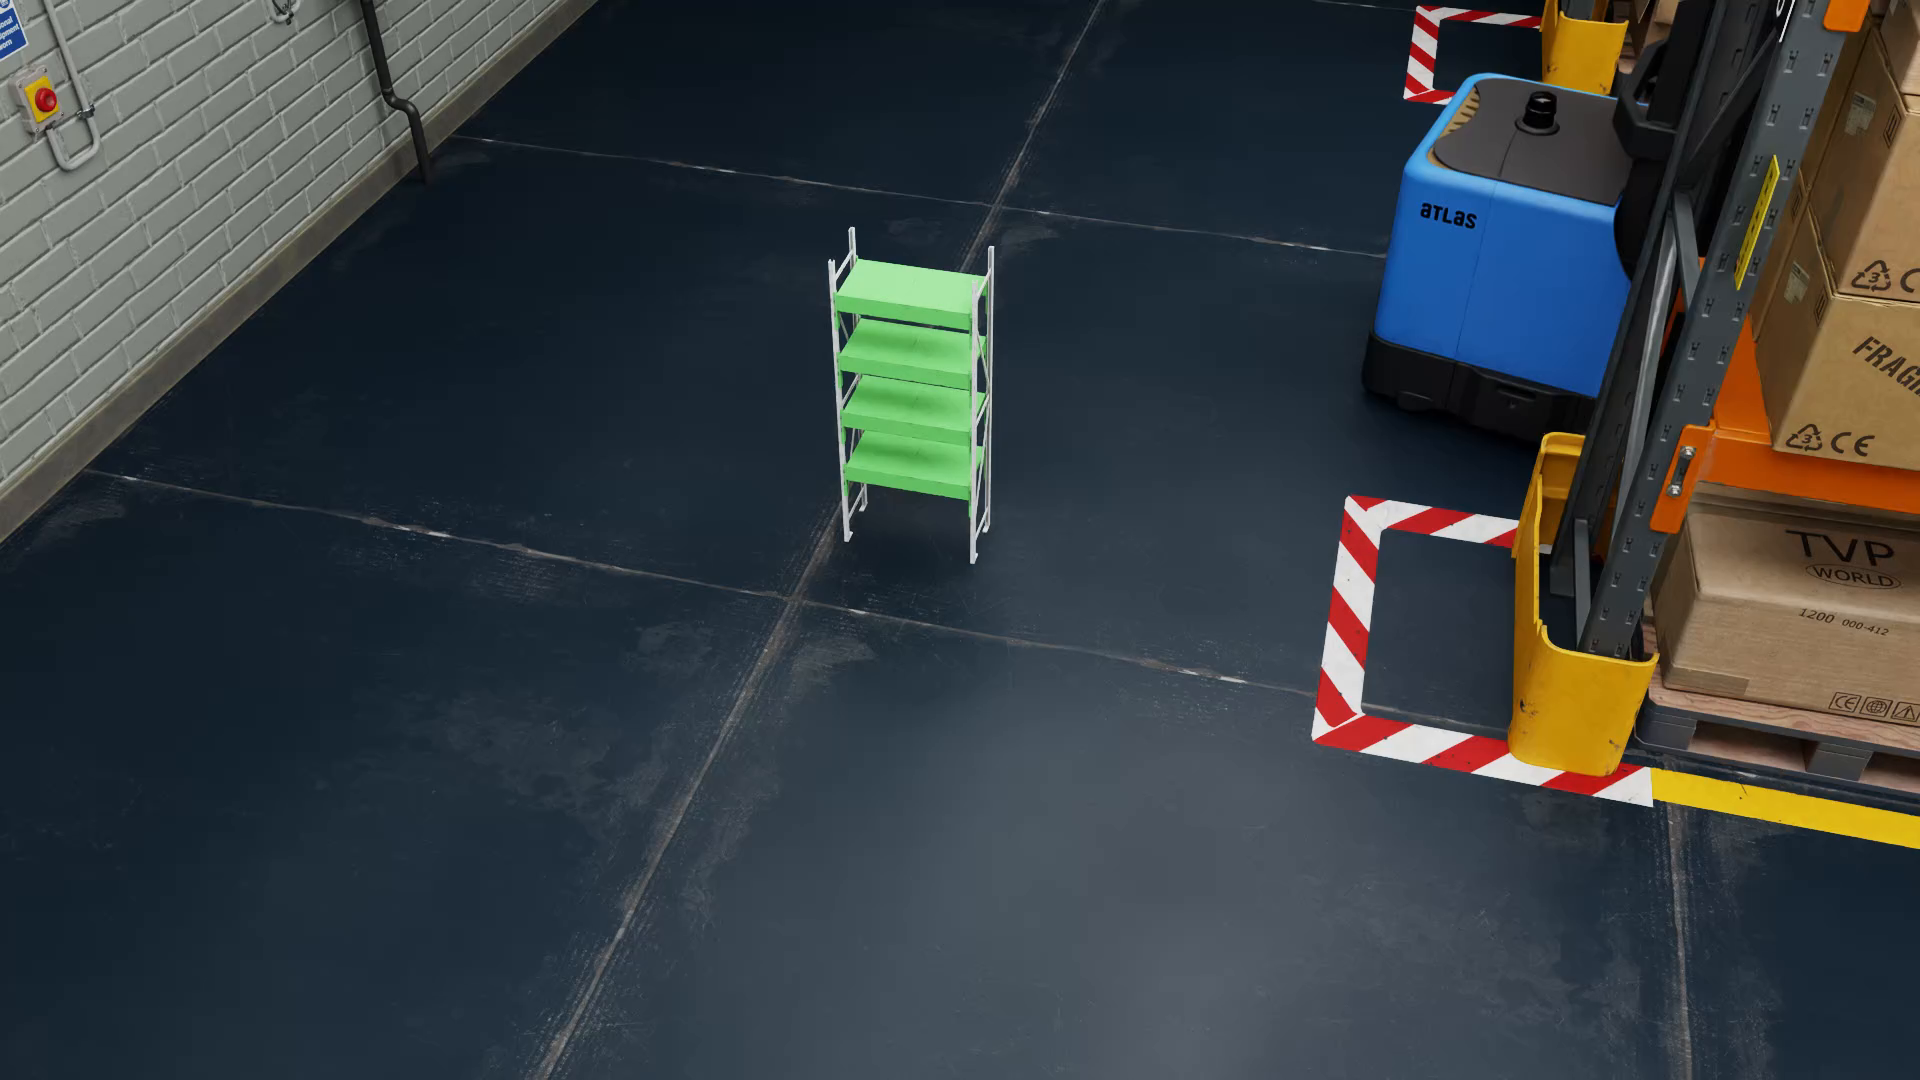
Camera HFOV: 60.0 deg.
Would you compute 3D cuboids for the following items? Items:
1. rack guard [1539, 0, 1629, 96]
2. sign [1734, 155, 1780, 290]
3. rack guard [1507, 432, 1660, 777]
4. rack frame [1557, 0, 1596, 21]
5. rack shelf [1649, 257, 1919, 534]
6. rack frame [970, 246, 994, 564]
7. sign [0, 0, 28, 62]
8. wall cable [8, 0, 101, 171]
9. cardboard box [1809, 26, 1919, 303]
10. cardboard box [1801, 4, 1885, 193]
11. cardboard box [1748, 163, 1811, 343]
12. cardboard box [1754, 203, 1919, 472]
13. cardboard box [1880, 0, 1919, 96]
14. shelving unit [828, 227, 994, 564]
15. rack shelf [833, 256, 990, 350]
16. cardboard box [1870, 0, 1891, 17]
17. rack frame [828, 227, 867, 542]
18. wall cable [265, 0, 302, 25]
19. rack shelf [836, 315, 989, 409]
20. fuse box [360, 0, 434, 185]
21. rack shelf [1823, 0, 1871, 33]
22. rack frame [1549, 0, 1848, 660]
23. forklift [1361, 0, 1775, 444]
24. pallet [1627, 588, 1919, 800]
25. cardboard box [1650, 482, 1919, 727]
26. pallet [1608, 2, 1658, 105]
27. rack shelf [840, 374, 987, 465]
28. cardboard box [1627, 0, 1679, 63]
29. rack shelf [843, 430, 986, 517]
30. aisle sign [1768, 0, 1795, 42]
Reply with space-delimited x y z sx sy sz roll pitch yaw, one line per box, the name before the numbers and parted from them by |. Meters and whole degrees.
rack guard | 3.471 -2.879 9.289 0.348 0.500 1.175 10 41 11
sign | 1.969 -0.783 4.115 0.005 0.325 0.100 10 41 11
rack guard | 2.095 0.189 5.637 0.348 0.500 1.175 10 41 11
rack frame | 3.398 -3.849 8.500 0.127 3.000 1.000 10 41 11
rack shelf | 4.051 -0.157 4.663 4.000 0.370 1.077 10 41 11
rack frame | 0.076 -0.446 5.849 0.015 1.200 0.240 10 41 11
sign | -3.406 -1.771 5.816 0.001 0.218 0.327 10 41 11
wall cable | -3.335 -2.088 5.590 0.123 1.953 0.585 10 41 11
cardboard box | 2.509 -0.929 4.168 0.500 0.500 0.500 9 41 10
cardboard box | 2.646 -1.253 4.555 0.500 0.500 0.500 11 41 13
cardboard box | 2.653 -0.887 4.896 0.500 0.500 0.500 10 41 12
cardboard box | 2.508 -0.545 4.488 0.500 0.500 0.500 9 41 11
cardboard box | 2.390 -1.203 3.990 0.250 0.149 0.380 11 41 12
shelving unit | -0.160 -0.487 5.897 0.503 1.200 0.258 10 41 11
rack shelf | -0.160 -0.806 5.629 0.480 0.148 0.258 10 41 11
cardboard box | 2.517 -1.499 4.343 0.250 0.149 0.380 10 41 12
rack frame | -0.396 -0.528 5.945 0.015 1.200 0.240 10 41 11
wall cable | -2.979 -2.959 6.651 0.122 1.984 0.588 10 41 11
rack shelf | -0.160 -0.622 5.784 0.480 0.148 0.258 10 41 11
fuse box | -2.651 -2.475 7.866 0.414 1.711 0.539 10 41 11
rack shelf | 4.051 -1.305 3.699 4.000 0.370 1.077 10 41 11
rack frame | 2.119 -0.764 4.828 0.127 3.000 1.000 10 41 11
forklift | 3.218 -1.540 5.805 3.031 2.935 1.130 19 44 21
pallet | 2.911 0.388 5.624 1.213 0.211 1.003 10 41 11
cardboard box | 2.782 0.103 5.460 0.875 0.438 0.875 8 41 10
pallet | 4.242 -2.636 9.225 1.213 0.211 1.003 10 41 11
rack shelf | -0.160 -0.438 5.938 0.480 0.148 0.258 10 41 11
cardboard box | 3.964 -2.893 8.977 0.637 0.503 0.797 8 41 10
rack shelf | -0.160 -0.254 6.092 0.480 0.148 0.258 10 41 11
aisle sign | 1.974 -1.592 3.792 0.004 0.787 0.394 10 41 11
